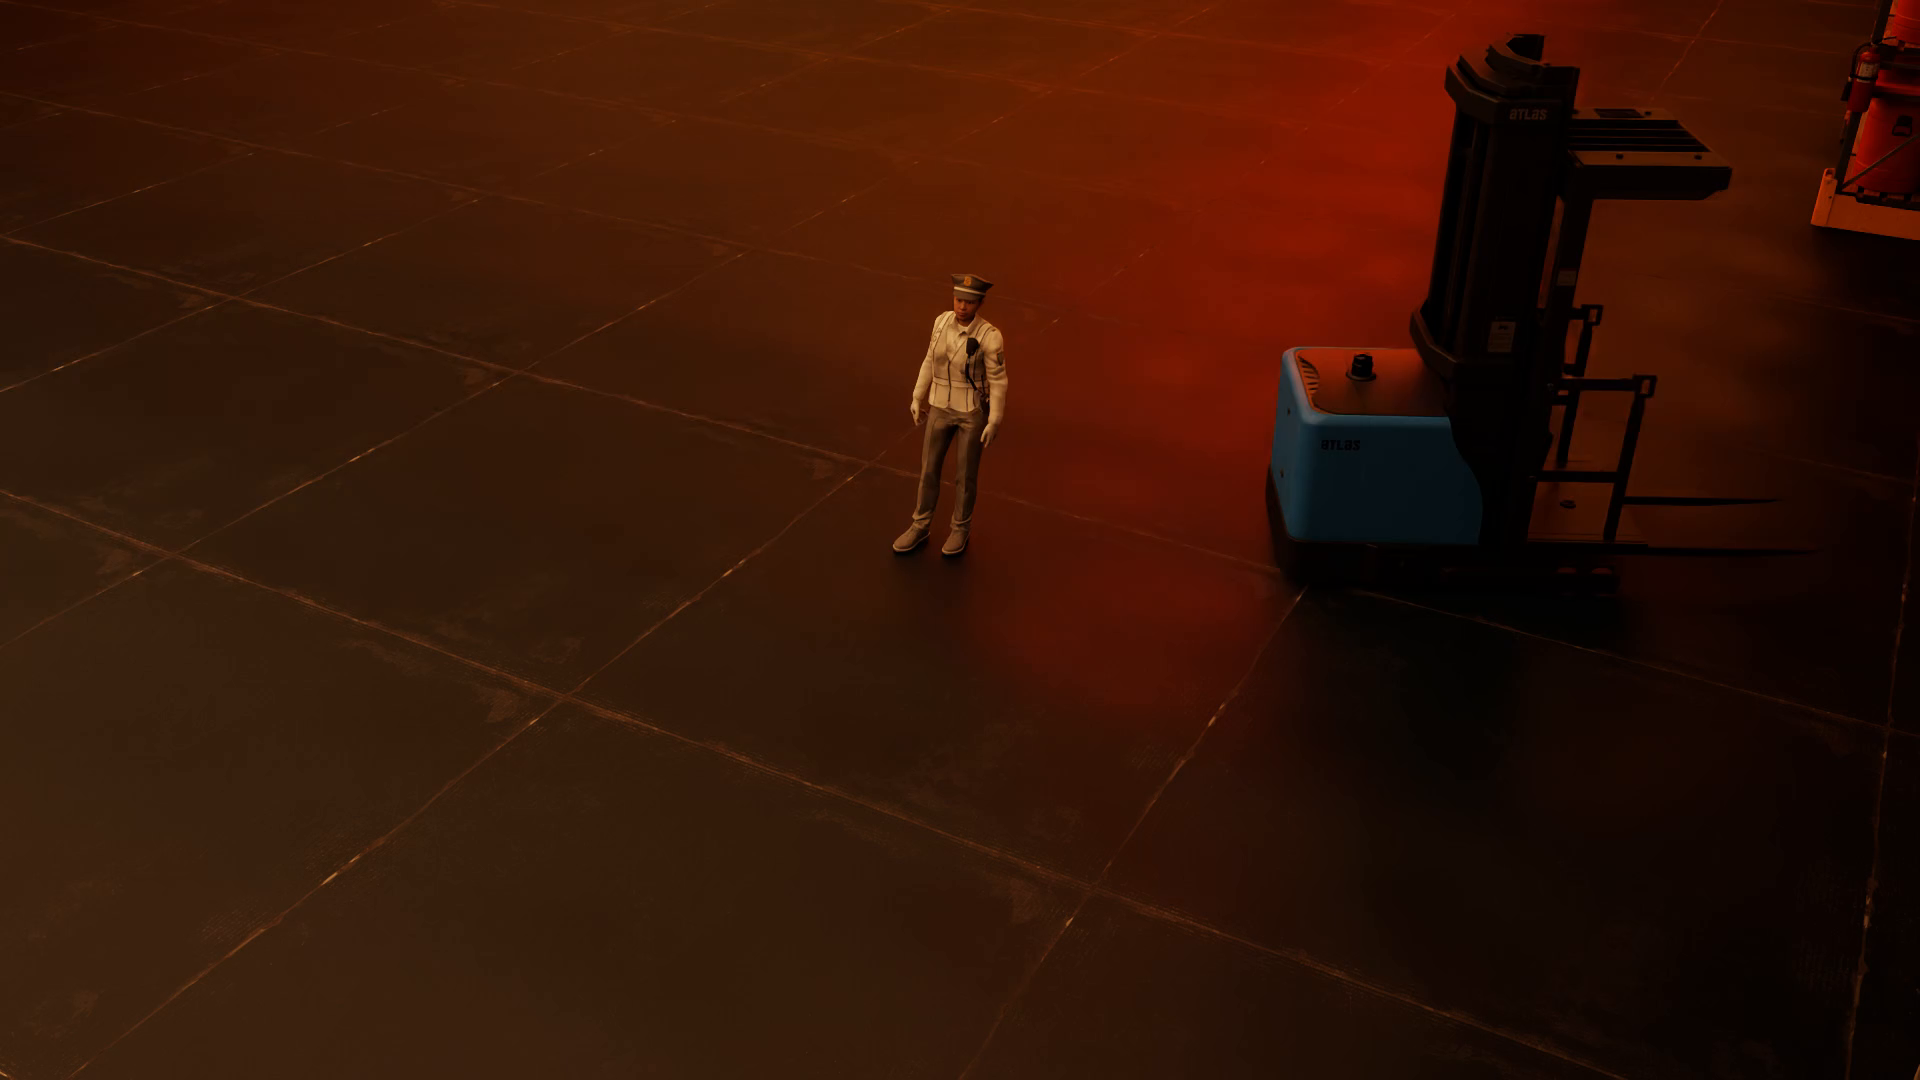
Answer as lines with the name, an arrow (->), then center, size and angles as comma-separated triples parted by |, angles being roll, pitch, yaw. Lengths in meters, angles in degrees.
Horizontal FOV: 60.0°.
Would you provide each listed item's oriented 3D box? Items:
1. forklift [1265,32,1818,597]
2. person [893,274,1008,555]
forklift -> 3.383, -1.217, 9.180 | 3.031, 2.935, 1.130 | 1, 30, 2
person -> -0.039, -0.712, 9.527 | 0.588, 1.695, 0.531 | 15, 33, 25
